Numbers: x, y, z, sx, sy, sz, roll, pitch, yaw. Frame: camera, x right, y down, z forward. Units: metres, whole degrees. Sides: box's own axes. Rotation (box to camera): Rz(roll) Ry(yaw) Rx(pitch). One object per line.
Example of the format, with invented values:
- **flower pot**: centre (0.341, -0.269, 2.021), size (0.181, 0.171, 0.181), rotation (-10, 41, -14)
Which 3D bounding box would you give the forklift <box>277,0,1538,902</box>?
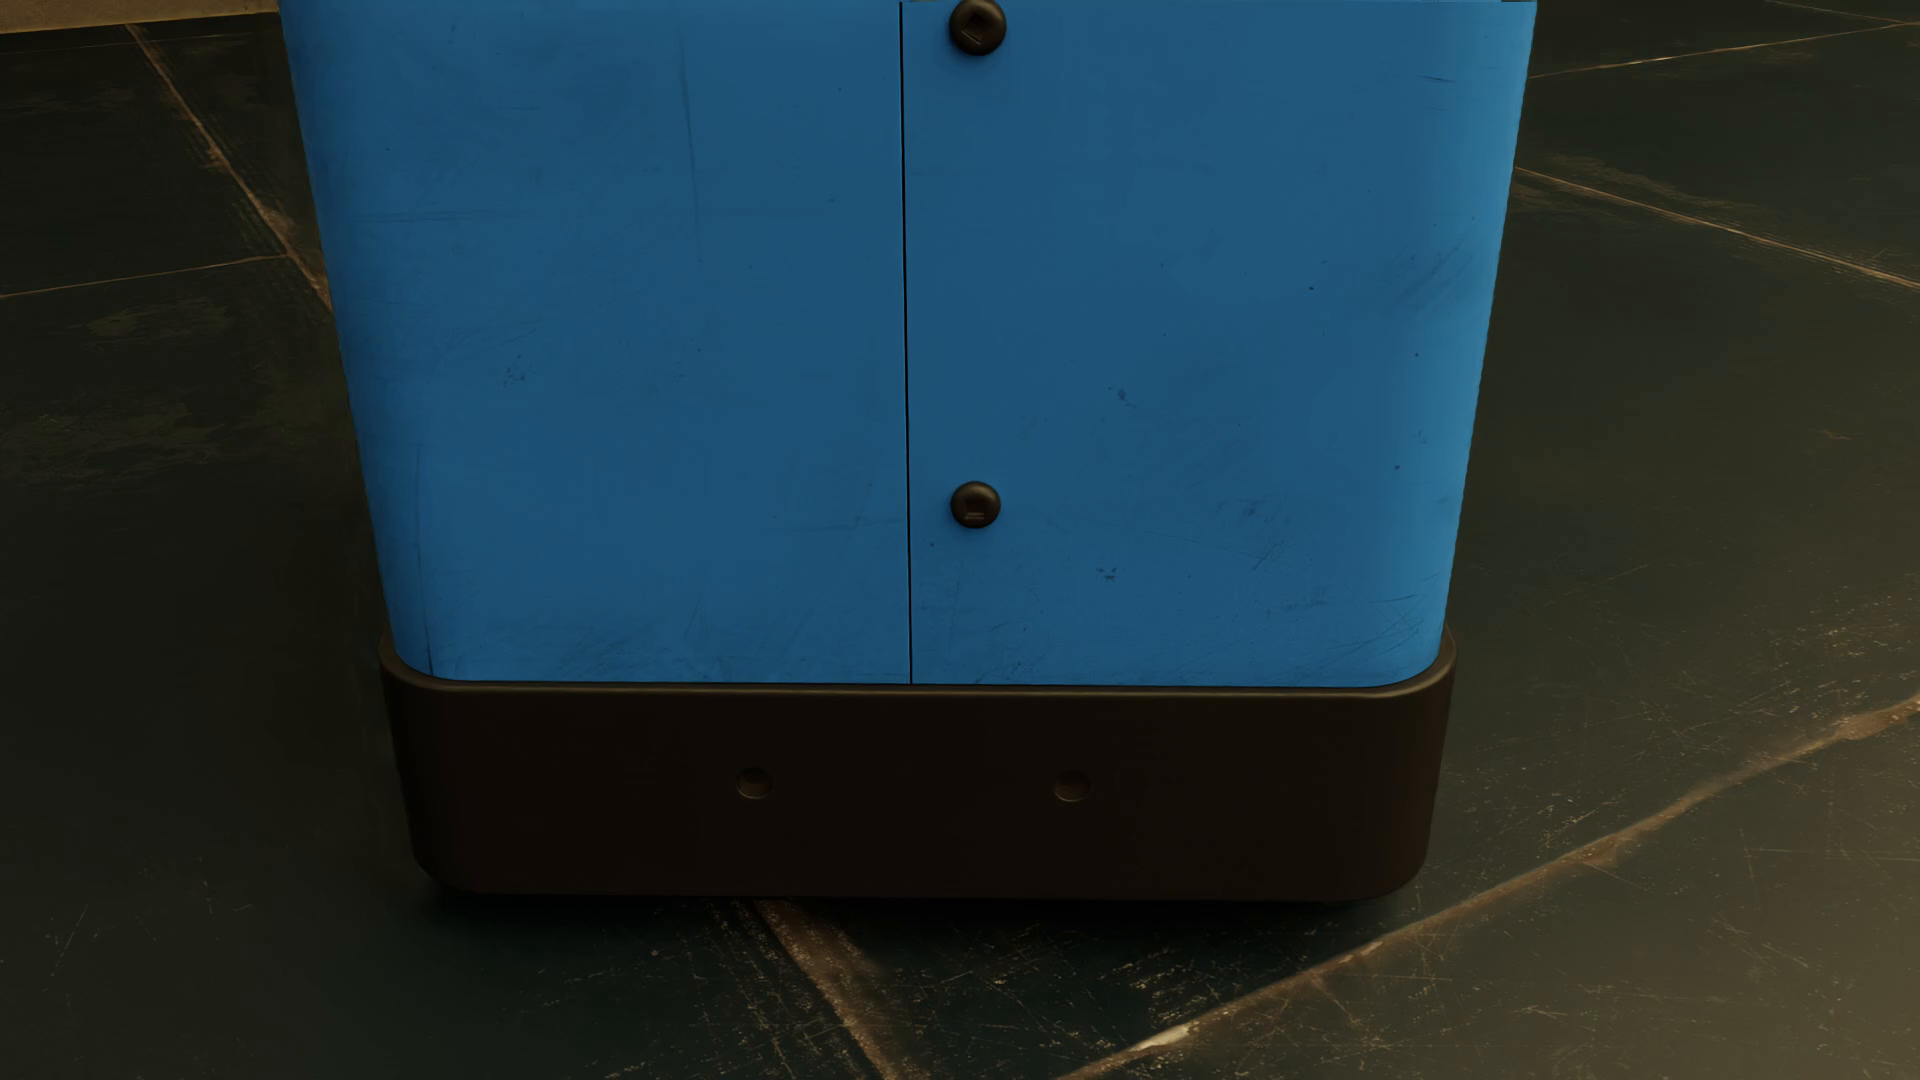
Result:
- **forklift**: centre (-0.024, -1.573, 2.362), size (1.130, 2.935, 3.031), rotation (0, 27, 1)
